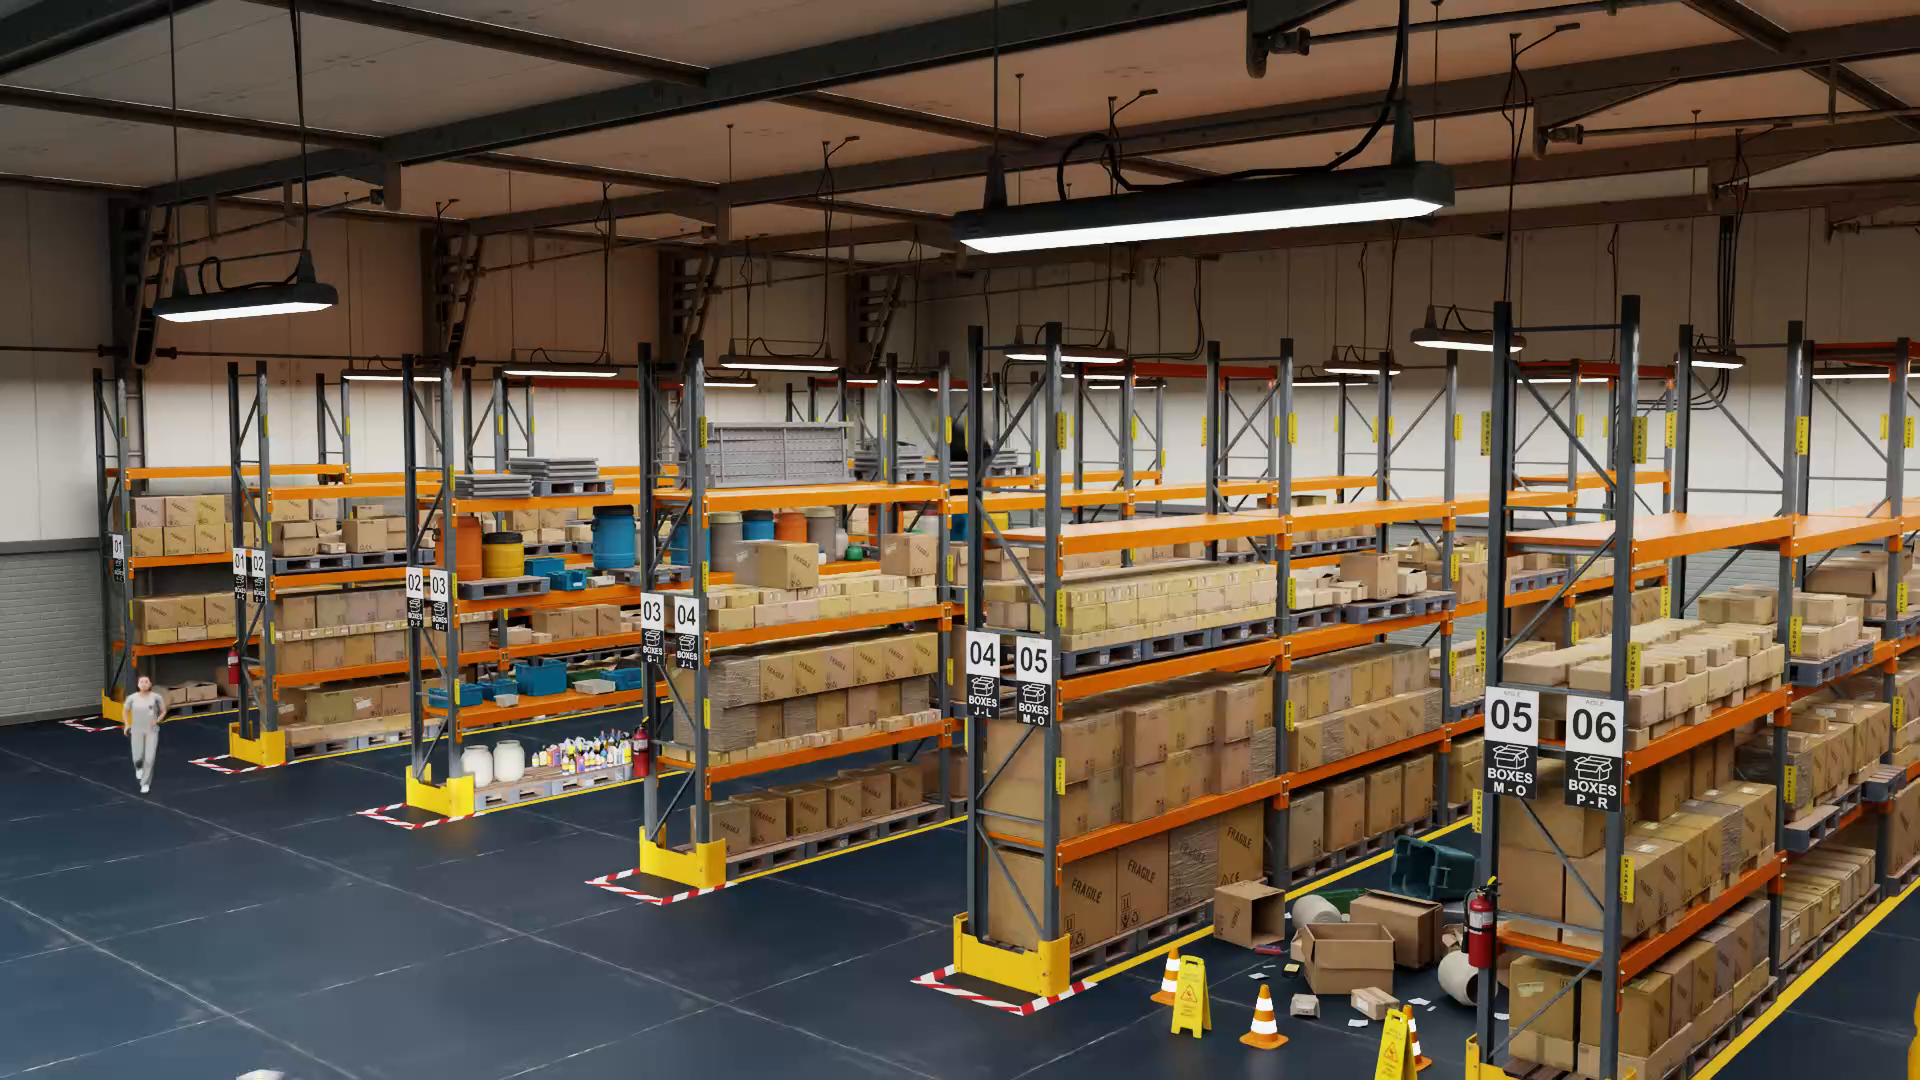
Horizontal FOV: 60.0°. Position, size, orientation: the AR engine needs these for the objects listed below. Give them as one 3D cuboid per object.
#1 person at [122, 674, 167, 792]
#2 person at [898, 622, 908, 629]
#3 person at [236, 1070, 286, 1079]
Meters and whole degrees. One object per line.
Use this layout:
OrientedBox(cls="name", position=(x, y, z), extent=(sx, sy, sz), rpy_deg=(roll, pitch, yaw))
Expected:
OrientedBox(cls="person", position=(-11.296, 2.674, 23.046), extent=(0.566, 1.615, 0.571), rpy_deg=(-2, 5, -24))
OrientedBox(cls="person", position=(-1.160, 1.643, 32.574), extent=(0.617, 1.709, 0.806), rpy_deg=(3, 5, 32))
OrientedBox(cls="person", position=(-3.687, 3.651, 8.775), extent=(0.657, 1.743, 0.590), rpy_deg=(-2, 4, -21))
